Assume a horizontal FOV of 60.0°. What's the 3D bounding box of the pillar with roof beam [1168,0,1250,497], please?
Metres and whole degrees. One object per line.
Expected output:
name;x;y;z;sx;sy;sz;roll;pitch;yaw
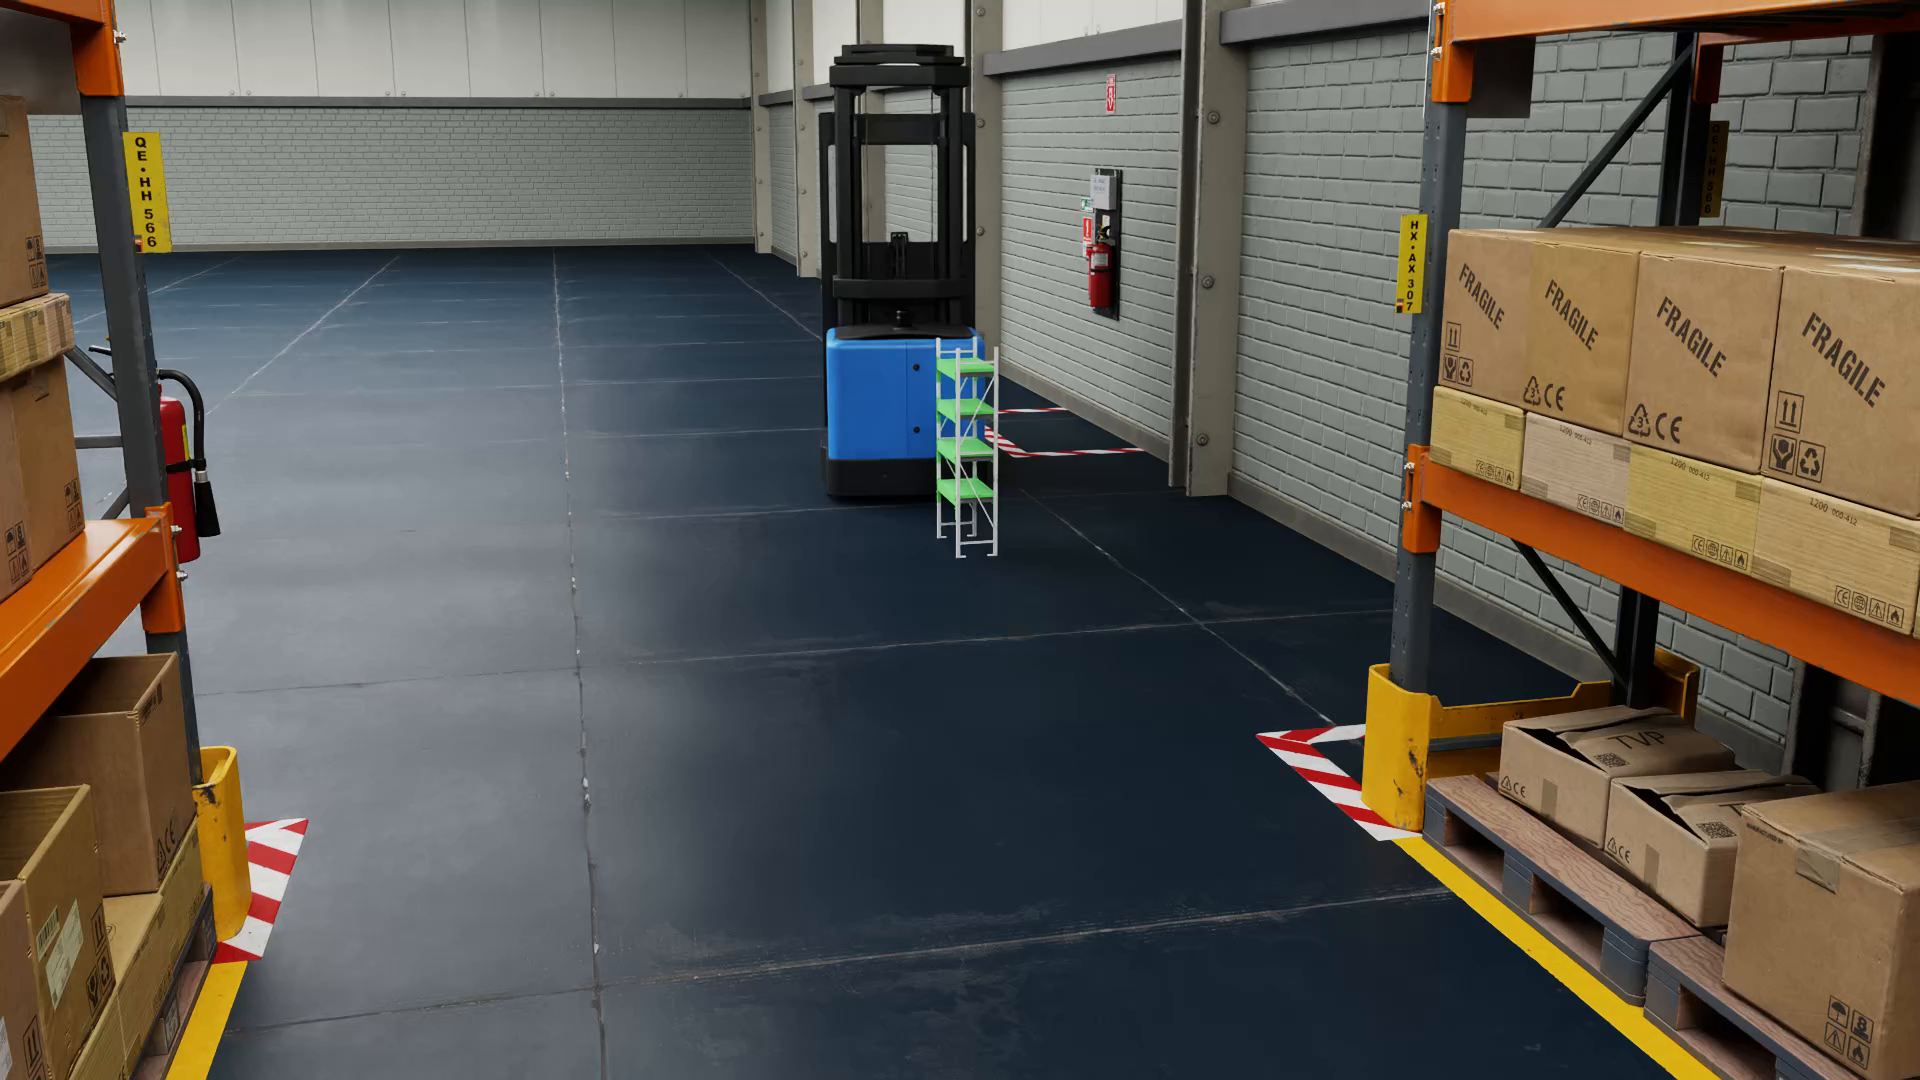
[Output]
pillar with roof beam;-2.551;-4.476;9.287;9.100;9.000;0.400;-3;14;-13

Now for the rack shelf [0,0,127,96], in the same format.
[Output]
rack shelf;-2.307;-0.900;2.487;1.077;0.370;4.000;-3;14;-13

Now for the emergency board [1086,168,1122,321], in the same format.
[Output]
emergency board;1.091;-2.374;13.324;0.194;1.169;0.643;-3;14;-13

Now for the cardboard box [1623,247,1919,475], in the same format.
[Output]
cardboard box;2.079;-0.471;4.228;0.500;0.500;0.500;-4;14;-15

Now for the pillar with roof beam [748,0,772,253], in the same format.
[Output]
pillar with roof beam;-8.187;-10.013;31.950;9.100;9.000;0.400;-3;14;-13

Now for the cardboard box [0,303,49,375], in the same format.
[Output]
cardboard box;-2.439;-0.480;3.993;0.380;0.149;0.250;-3;14;-12

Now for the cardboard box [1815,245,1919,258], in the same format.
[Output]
cardboard box;2.589;-0.499;4.345;0.500;0.500;0.500;-4;14;-15

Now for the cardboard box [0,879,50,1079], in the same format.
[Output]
cardboard box;-1.996;0.966;2.982;0.500;0.500;0.500;-3;14;-13

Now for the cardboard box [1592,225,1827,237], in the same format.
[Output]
cardboard box;2.355;-0.735;5.309;0.500;0.500;0.500;-3;14;-14

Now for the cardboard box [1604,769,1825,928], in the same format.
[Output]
cardboard box;2.247;0.858;4.834;0.500;0.311;0.500;-2;14;-9

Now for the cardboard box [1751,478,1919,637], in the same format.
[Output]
cardboard box;2.210;0.016;3.814;0.500;0.250;0.500;-3;14;-13

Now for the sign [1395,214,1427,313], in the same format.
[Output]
sign;1.510;-0.921;5.553;0.100;0.325;0.005;-3;14;-13

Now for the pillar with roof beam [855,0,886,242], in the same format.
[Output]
pillar with roof beam;-5.369;-7.244;20.618;9.100;9.000;0.400;-3;14;-13

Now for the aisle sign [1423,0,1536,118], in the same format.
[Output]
aisle sign;1.729;-1.794;5.471;0.394;0.787;0.004;-3;14;-13

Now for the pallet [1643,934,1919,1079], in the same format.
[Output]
pallet;2.495;1.312;4.114;1.003;0.211;1.213;-3;14;-13

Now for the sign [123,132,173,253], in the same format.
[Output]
sign;-2.246;-0.958;4.591;0.100;0.325;0.005;-3;14;-13

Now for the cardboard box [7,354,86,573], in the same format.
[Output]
cardboard box;-2.679;-0.194;4.190;0.700;0.500;0.500;-3;14;-13

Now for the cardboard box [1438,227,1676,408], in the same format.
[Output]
cardboard box;1.858;-0.705;5.187;0.500;0.500;0.500;-3;14;-13

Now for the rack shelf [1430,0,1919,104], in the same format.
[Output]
rack shelf;2.507;-1.177;3.620;1.077;0.370;4.000;-3;14;-13

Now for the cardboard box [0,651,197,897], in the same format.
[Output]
cardboard box;-2.361;0.621;4.395;0.500;0.500;0.500;-3;14;-13

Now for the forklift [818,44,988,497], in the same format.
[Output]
forklift;-0.454;-2.003;11.951;1.130;2.935;3.031;-1;14;-4

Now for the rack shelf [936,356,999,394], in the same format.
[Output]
rack shelf;0.039;-0.949;9.530;0.258;0.148;0.480;-3;14;-13

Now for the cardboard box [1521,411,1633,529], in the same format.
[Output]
cardboard box;1.980;-0.218;4.775;0.500;0.250;0.500;-4;14;-15

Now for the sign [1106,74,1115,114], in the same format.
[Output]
sign;1.186;-3.507;13.079;0.001;0.298;0.199;-3;14;-13

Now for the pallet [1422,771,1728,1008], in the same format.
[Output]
pallet;2.212;1.031;5.264;1.003;0.211;1.213;-3;14;-13

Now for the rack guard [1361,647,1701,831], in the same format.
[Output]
rack guard;2.056;0.701;6.004;1.175;0.500;0.348;-3;14;-13

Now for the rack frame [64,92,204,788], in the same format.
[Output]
rack frame;-2.777;-0.254;4.646;1.000;3.000;0.127;-3;14;-13

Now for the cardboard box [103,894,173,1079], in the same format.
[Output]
cardboard box;-2.234;1.100;4.014;0.500;0.250;0.500;-3;14;-13

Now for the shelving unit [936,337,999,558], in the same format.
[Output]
shelving unit;0.039;-0.545;9.628;0.258;1.200;0.503;-3;14;-13

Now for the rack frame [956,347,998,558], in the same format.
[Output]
rack frame;0.096;-0.488;9.398;0.240;1.200;0.015;-3;14;-13

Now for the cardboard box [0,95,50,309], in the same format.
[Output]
cardboard box;-2.667;-0.812;3.986;0.700;0.500;0.500;-3;14;-13

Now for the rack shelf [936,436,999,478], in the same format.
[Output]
rack shelf;0.039;-0.483;9.644;0.258;0.148;0.480;-3;14;-13
